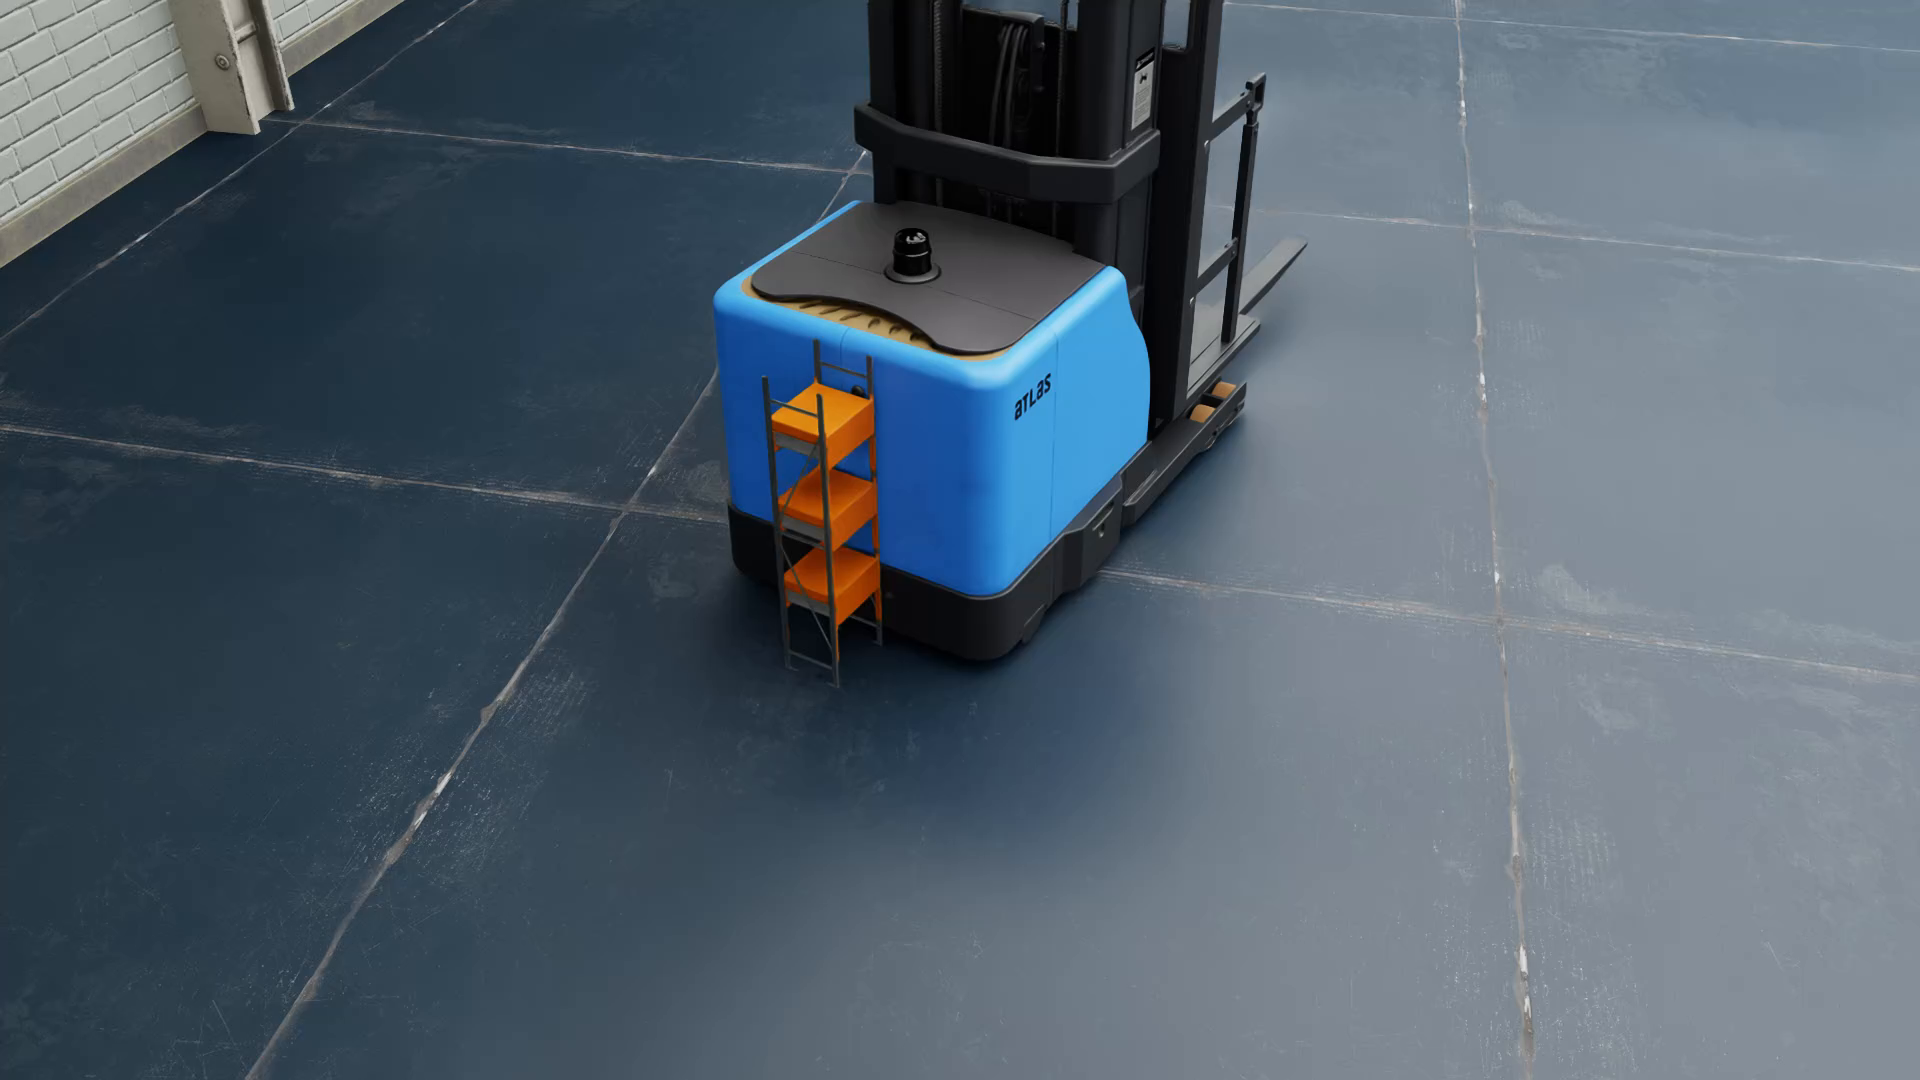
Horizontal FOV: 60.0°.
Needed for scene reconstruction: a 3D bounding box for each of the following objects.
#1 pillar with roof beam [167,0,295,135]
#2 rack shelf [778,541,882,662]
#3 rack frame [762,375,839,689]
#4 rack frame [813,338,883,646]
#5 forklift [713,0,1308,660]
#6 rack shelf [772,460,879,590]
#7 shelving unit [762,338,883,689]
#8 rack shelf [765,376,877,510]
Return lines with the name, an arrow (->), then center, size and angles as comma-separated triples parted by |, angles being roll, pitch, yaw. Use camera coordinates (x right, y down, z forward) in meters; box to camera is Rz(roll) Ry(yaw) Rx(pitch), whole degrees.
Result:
pillar with roof beam -> 0.425, -5.347, 5.460 | 9.100, 9.000, 0.400 | 7, 37, 10
rack shelf -> -0.396, 0.175, 5.105 | 0.215, 0.259, 0.240 | 19, 40, 25
rack frame -> -0.459, 0.003, 4.851 | 0.200, 1.050, 0.008 | 19, 40, 25
rack frame -> -0.333, -0.120, 5.021 | 0.200, 1.050, 0.008 | 19, 40, 25
forklift -> 0.434, -1.654, 5.534 | 1.130, 2.935, 3.031 | 19, 40, 25
rack shelf -> -0.396, -0.050, 4.942 | 0.215, 0.259, 0.240 | 19, 40, 25
shelving unit -> -0.396, -0.058, 4.936 | 0.215, 1.050, 0.252 | 19, 40, 25
rack shelf -> -0.396, -0.280, 4.776 | 0.215, 0.259, 0.240 | 19, 40, 25
